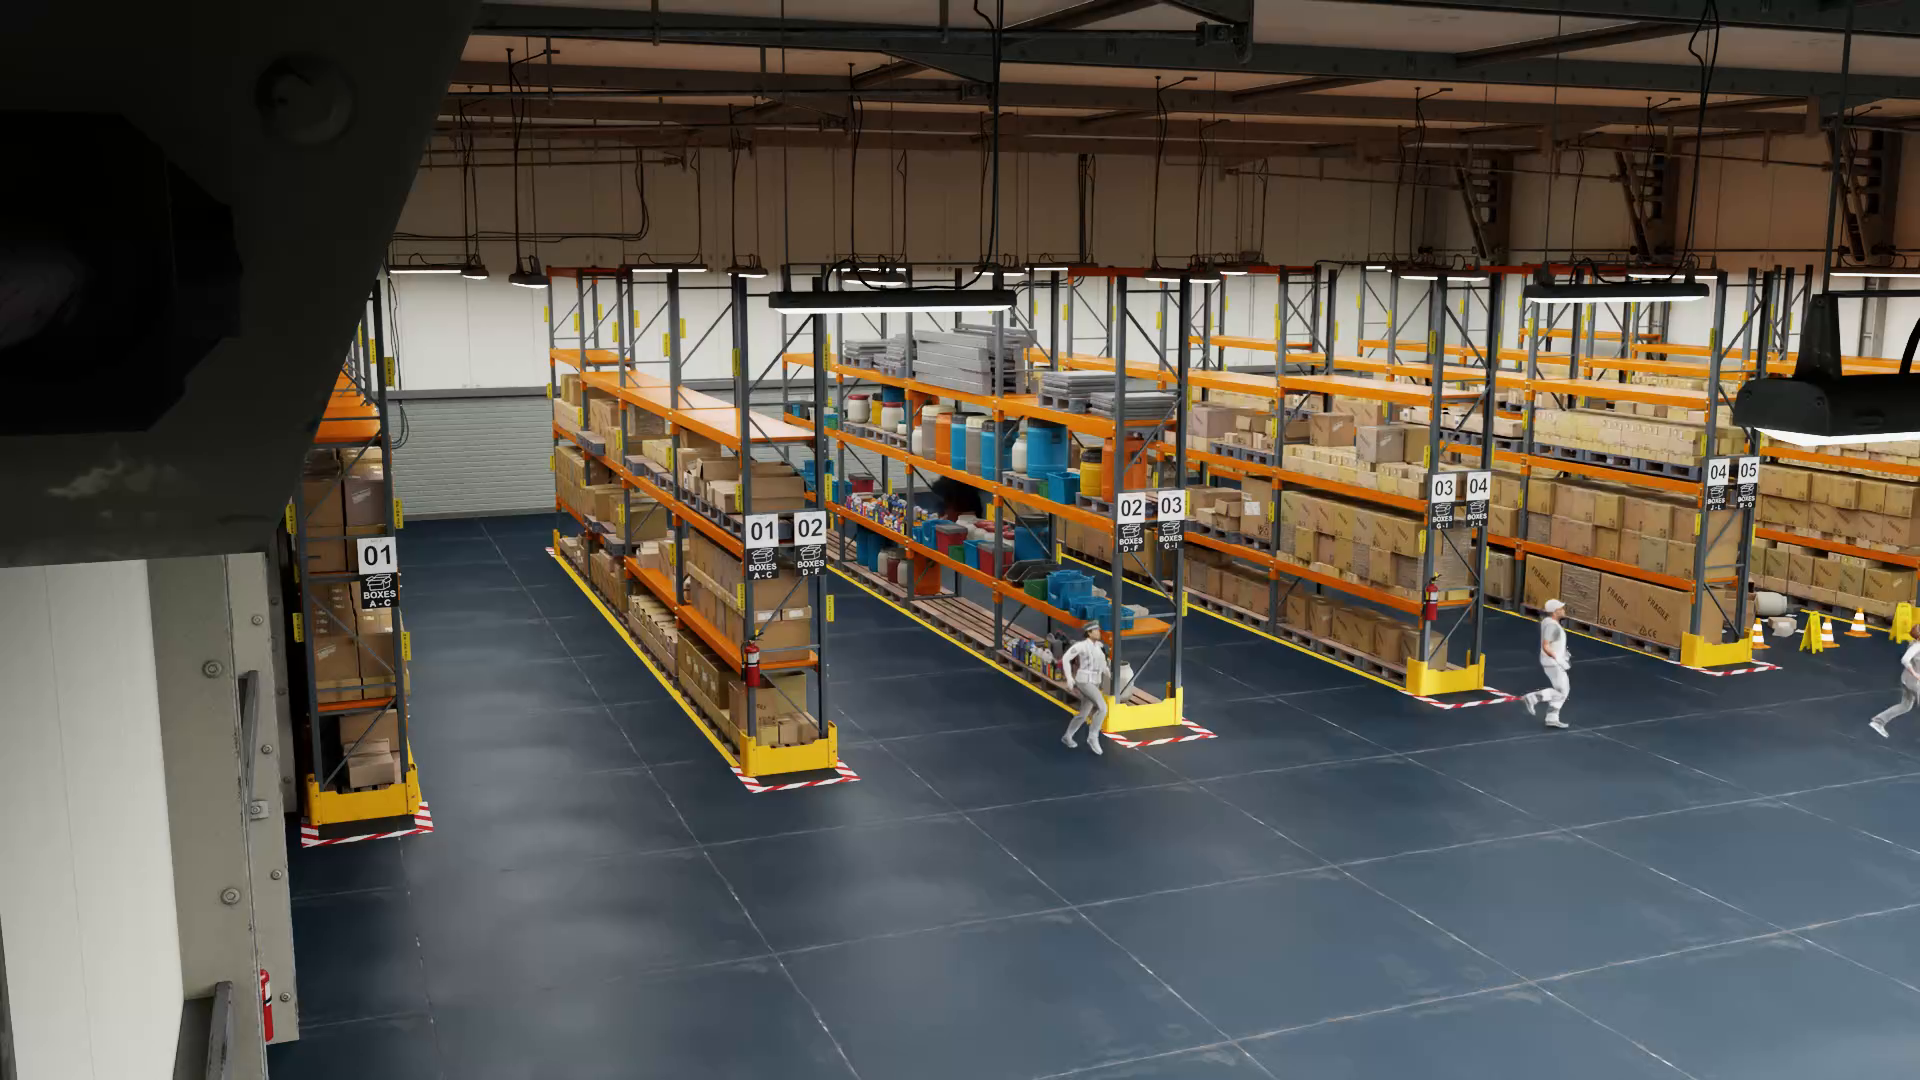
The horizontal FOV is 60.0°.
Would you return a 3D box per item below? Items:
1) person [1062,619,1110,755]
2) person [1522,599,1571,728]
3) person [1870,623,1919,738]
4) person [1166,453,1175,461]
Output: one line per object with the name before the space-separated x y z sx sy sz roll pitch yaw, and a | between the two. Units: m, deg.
person | 1.673 1.842 21.241 0.649 1.664 0.595 7 12 36
person | 7.873 1.644 22.270 0.629 1.745 0.655 3 10 16
person | 12.217 1.856 21.336 0.875 1.610 0.539 3 10 15
person | 4.834 -1.184 38.098 0.688 1.757 0.890 -3 10 -16
